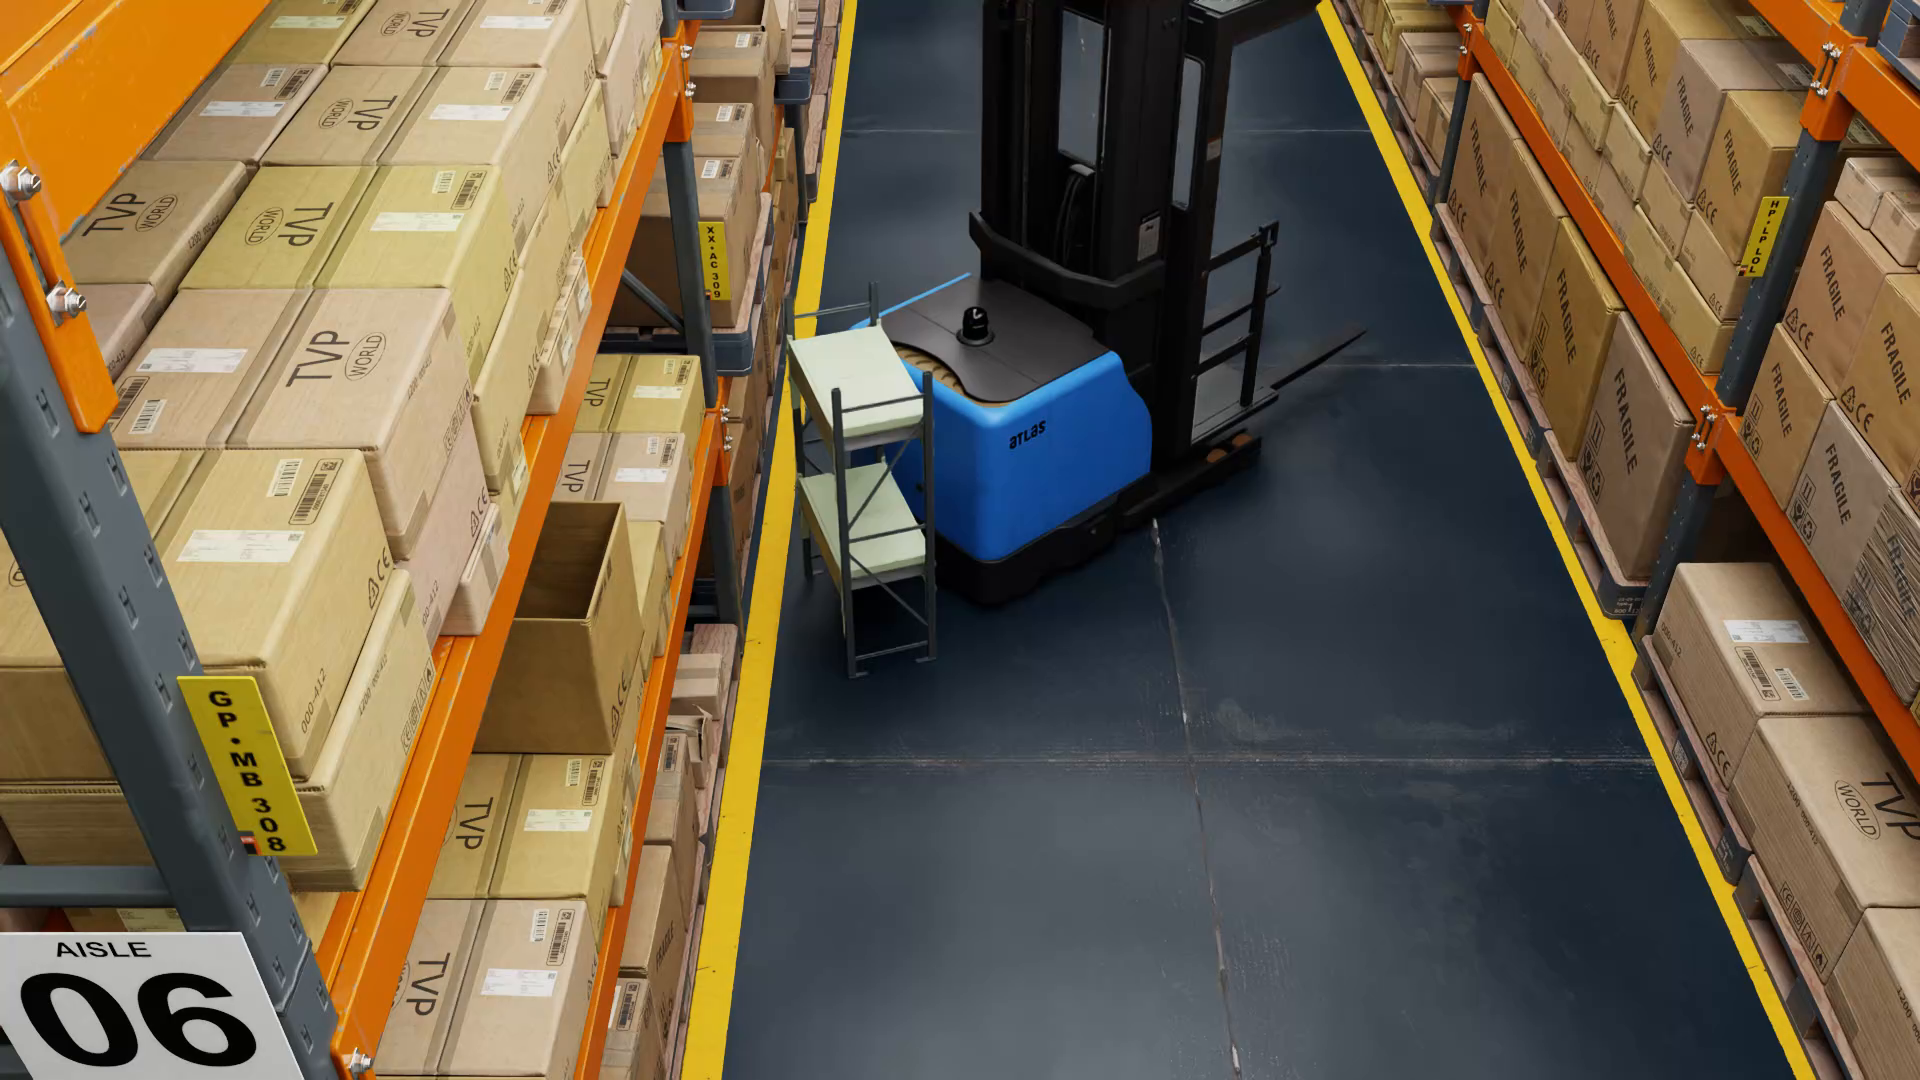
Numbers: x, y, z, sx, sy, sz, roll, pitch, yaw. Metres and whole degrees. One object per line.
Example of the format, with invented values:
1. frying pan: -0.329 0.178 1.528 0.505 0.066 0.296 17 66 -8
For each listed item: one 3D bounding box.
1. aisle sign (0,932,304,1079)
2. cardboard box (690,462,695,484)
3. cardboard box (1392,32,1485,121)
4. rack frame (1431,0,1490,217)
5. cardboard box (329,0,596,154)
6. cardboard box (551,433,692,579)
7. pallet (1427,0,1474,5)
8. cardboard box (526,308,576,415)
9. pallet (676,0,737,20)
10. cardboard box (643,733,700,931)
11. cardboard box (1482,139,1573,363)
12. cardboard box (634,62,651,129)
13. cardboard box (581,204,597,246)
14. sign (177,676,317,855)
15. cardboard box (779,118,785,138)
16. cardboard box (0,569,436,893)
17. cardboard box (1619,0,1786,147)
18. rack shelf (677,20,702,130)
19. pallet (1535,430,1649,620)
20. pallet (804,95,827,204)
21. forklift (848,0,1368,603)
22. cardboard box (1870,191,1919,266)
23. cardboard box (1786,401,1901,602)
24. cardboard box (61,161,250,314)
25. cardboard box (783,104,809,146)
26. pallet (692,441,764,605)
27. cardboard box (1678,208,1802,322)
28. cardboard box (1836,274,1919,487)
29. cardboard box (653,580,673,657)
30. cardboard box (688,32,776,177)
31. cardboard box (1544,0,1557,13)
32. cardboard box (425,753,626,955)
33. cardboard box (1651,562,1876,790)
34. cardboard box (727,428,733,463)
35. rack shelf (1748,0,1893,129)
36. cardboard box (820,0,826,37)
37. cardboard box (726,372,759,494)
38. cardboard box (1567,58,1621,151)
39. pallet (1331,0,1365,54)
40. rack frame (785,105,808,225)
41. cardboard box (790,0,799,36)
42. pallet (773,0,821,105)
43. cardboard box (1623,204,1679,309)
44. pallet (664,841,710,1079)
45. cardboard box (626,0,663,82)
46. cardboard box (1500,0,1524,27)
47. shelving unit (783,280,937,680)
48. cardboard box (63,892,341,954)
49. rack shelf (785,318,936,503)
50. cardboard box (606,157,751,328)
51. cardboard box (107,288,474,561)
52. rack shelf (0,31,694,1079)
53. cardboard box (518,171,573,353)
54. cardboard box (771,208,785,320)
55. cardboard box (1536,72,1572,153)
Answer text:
1. aisle sign: -1.162 0.835 2.476 0.394 0.787 0.004 0 39 0
2. cardboard box: -1.185 -0.234 6.090 0.380 0.149 0.250 1 39 1
3. cardboard box: 3.500 -3.155 11.299 0.950 0.372 0.625 -1 39 -1
4. rack frame: 3.499 -3.202 9.592 1.000 3.000 0.127 0 39 0
5. cardboard box: -1.217 -1.168 4.138 0.500 0.250 0.500 1 39 1
6. cardboard box: -1.200 -0.120 5.629 0.500 0.250 0.500 0 39 0
7. pallet: 3.392 -3.573 10.208 1.213 0.211 1.003 0 39 0
8. cardboard box: -1.128 -0.424 3.928 0.380 0.149 0.250 0 39 0
9. pallet: -1.390 -2.200 6.093 1.213 0.211 1.003 0 39 0
10. cardboard box: -1.324 1.052 5.947 0.700 0.500 0.500 -1 39 -2
11. cardboard box: 3.414 -1.547 8.890 0.875 0.875 0.875 0 39 1
12. cardboard box: -1.167 -1.389 5.133 0.380 0.149 0.250 0 39 0
13. cardboard box: -1.209 -0.901 4.523 0.380 0.149 0.250 1 39 1
14. sign: -0.913 0.295 2.131 0.100 0.325 0.005 0 39 0
15. cardboard box: -1.211 -2.329 9.647 0.380 0.149 0.250 -2 39 -2
16. cardboard box: -1.182 0.301 2.704 0.500 0.250 0.500 0 39 -1
17. cardboard box: 3.263 -2.049 7.275 0.500 0.500 0.500 1 39 1
18. rack shelf: -1.462 -2.835 7.311 1.077 0.370 4.000 0 39 0
19. pallet: 3.428 -0.095 7.945 1.003 0.211 1.213 0 39 0
20. pallet: -1.426 -2.623 11.099 1.003 0.211 1.213 0 39 0
21. forklift: 0.892 -1.653 7.714 3.031 2.935 1.130 -30 47 -32
22. cardboard box: 3.261 -1.025 5.478 0.380 0.149 0.250 1 39 1
23. cardboard box: 3.239 -0.131 5.680 0.500 0.500 0.500 0 39 0
24. cardboard box: -1.746 -0.542 3.356 0.500 0.250 0.500 0 39 0
25. cardboard box: -1.452 -2.823 10.683 0.875 0.625 0.625 1 39 1
26. pallet: -1.499 -0.115 7.970 1.003 0.211 1.213 0 39 0
27. cardboard box: 3.260 -1.112 6.705 0.500 0.250 0.500 0 39 0
28. cardboard box: 3.256 -0.516 5.361 0.500 0.500 0.500 -1 39 -1
29. cardboard box: -1.159 0.252 5.483 0.380 0.149 0.250 -1 39 -1
30. cardboard box: -1.238 -2.015 7.695 0.700 0.500 0.500 0 39 0
31. cardboard box: 3.265 -3.012 8.476 0.500 0.500 0.500 0 39 0
32. cardboard box: -1.191 0.833 4.439 0.500 0.250 0.500 -1 39 -1
33. cardboard box: 3.397 0.528 6.651 0.875 0.438 0.875 -1 39 -1
34. cardboard box: -1.194 -0.361 7.191 0.380 0.149 0.250 2 39 2
35. rack shelf: 3.501 -2.841 7.318 1.077 0.370 4.000 0 39 0
36. cardboard box: -1.464 -4.123 12.305 0.875 0.625 0.625 0 39 0
37. cardboard box: -1.246 -0.519 7.907 0.500 0.500 0.500 -1 39 -1
38. cardboard box: 3.228 -2.069 7.899 0.500 0.250 0.500 1 39 1
39. pallet: 3.497 -4.128 12.978 1.003 0.211 1.213 0 39 0
40. rack frame: -1.464 -3.196 9.585 1.000 3.000 0.127 0 39 0
41. cardboard box: -1.080 -2.851 9.020 0.380 0.149 0.250 1 39 1
42. pallet: -1.394 -2.697 9.116 1.213 0.211 1.003 0 39 0
43. cardboard box: 3.252 -1.241 7.265 0.500 0.250 0.500 -1 39 -1
44. pallet: -1.456 1.588 5.845 1.003 0.211 1.213 0 39 0
45. cardboard box: -1.209 -1.621 5.103 0.500 0.250 0.500 0 39 0
46. cardboard box: 3.253 -3.021 9.087 0.500 0.250 0.500 0 39 0
47. shelving unit: -0.417 -0.240 7.096 0.431 1.500 0.755 -12 40 -15
48. cardboard box: -1.223 0.535 2.732 0.380 0.149 0.250 1 39 1
49. rack shelf: -0.417 -0.544 6.851 0.431 0.370 0.720 -12 40 -15
50. cardboard box: -1.237 -1.200 6.679 0.700 0.500 0.500 1 39 1
51. cardboard box: -1.186 -0.212 2.945 0.500 0.250 0.500 0 39 0
52. rack shelf: -1.458 -0.334 4.190 1.077 0.370 4.000 0 39 0
53. cardboard box: -1.216 -0.660 3.904 0.500 0.250 0.500 -1 39 -1
54. cardboard box: -1.256 -1.480 9.106 0.500 0.500 0.500 2 39 2
55. cardboard box: 3.261 -2.188 8.447 0.500 0.250 0.500 1 39 1
